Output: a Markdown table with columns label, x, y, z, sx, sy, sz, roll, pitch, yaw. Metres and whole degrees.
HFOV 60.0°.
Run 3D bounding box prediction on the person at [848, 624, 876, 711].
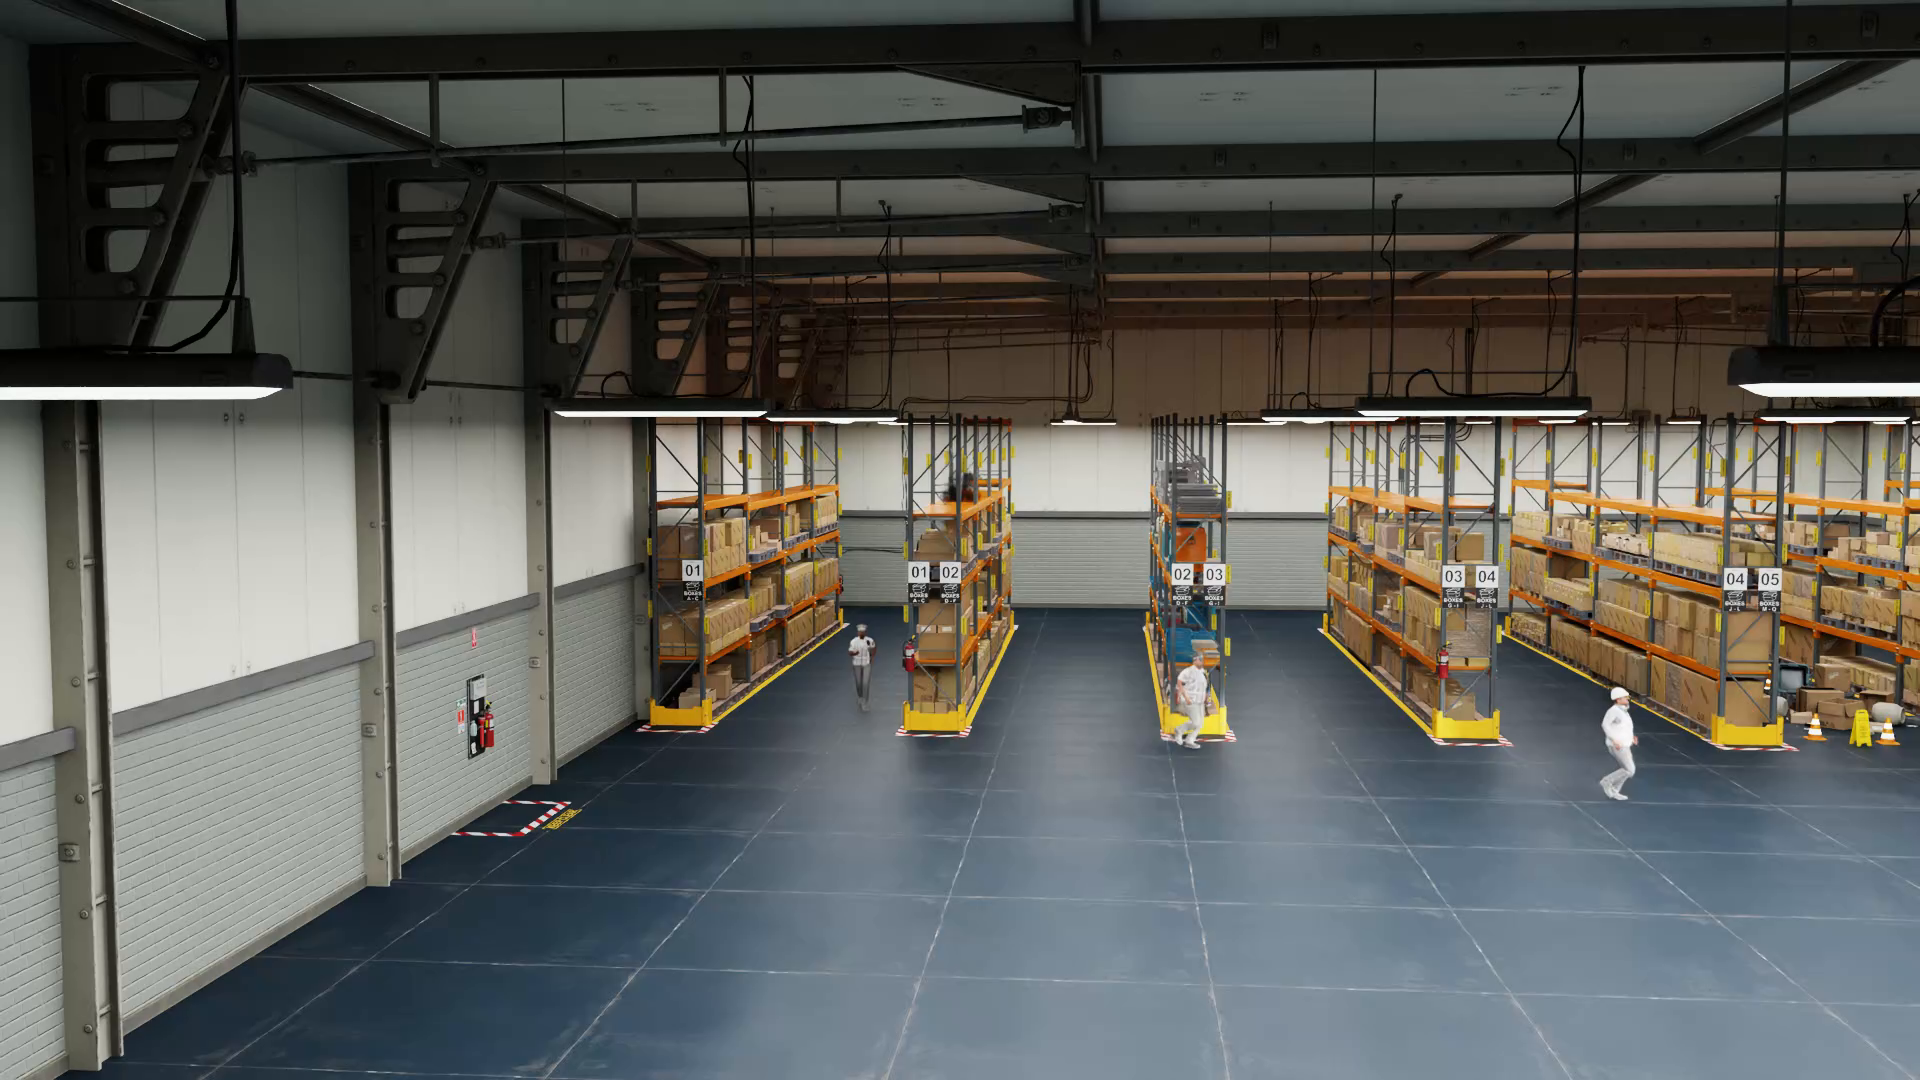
| label | x | y | z | sx | sy | sz | roll | pitch | yaw |
| --- | --- | --- | --- | --- | --- | --- | --- | --- | --- |
| person | -1.998 | 2.570 | 33.899 | 0.570 | 1.719 | 0.829 | 0 | 4 | 0 |

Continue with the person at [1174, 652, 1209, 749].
| label | x | y | z | sx | sy | sz | roll | pitch | yaw |
| --- | --- | --- | --- | --- | --- | --- | --- | --- | --- |
| person | 4.162 | 2.855 | 29.791 | 0.555 | 1.734 | 0.690 | 4 | 5 | 42 |

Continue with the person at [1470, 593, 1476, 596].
| label | x | y | z | sx | sy | sz | roll | pitch | yaw |
| --- | --- | --- | --- | --- | --- | --- | --- | --- | --- |
| person | 13.850 | 1.828 | 45.472 | 0.764 | 1.711 | 0.724 | 2 | 4 | 23 |

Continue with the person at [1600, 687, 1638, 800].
| label | x | y | z | sx | sy | sz | roll | pitch | yaw |
| --- | --- | --- | --- | --- | --- | --- | --- | --- | --- |
| person | 10.141 | 3.135 | 25.560 | 0.515 | 1.735 | 0.666 | 3 | 5 | 37 |

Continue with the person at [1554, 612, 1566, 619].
| label | x | y | z | sx | sy | sz | roll | pitch | yaw |
| --- | --- | --- | --- | --- | --- | --- | --- | --- | --- |
| person | 16.698 | 1.683 | 46.928 | 0.762 | 1.736 | 0.937 | -3 | 5 | -36 |
